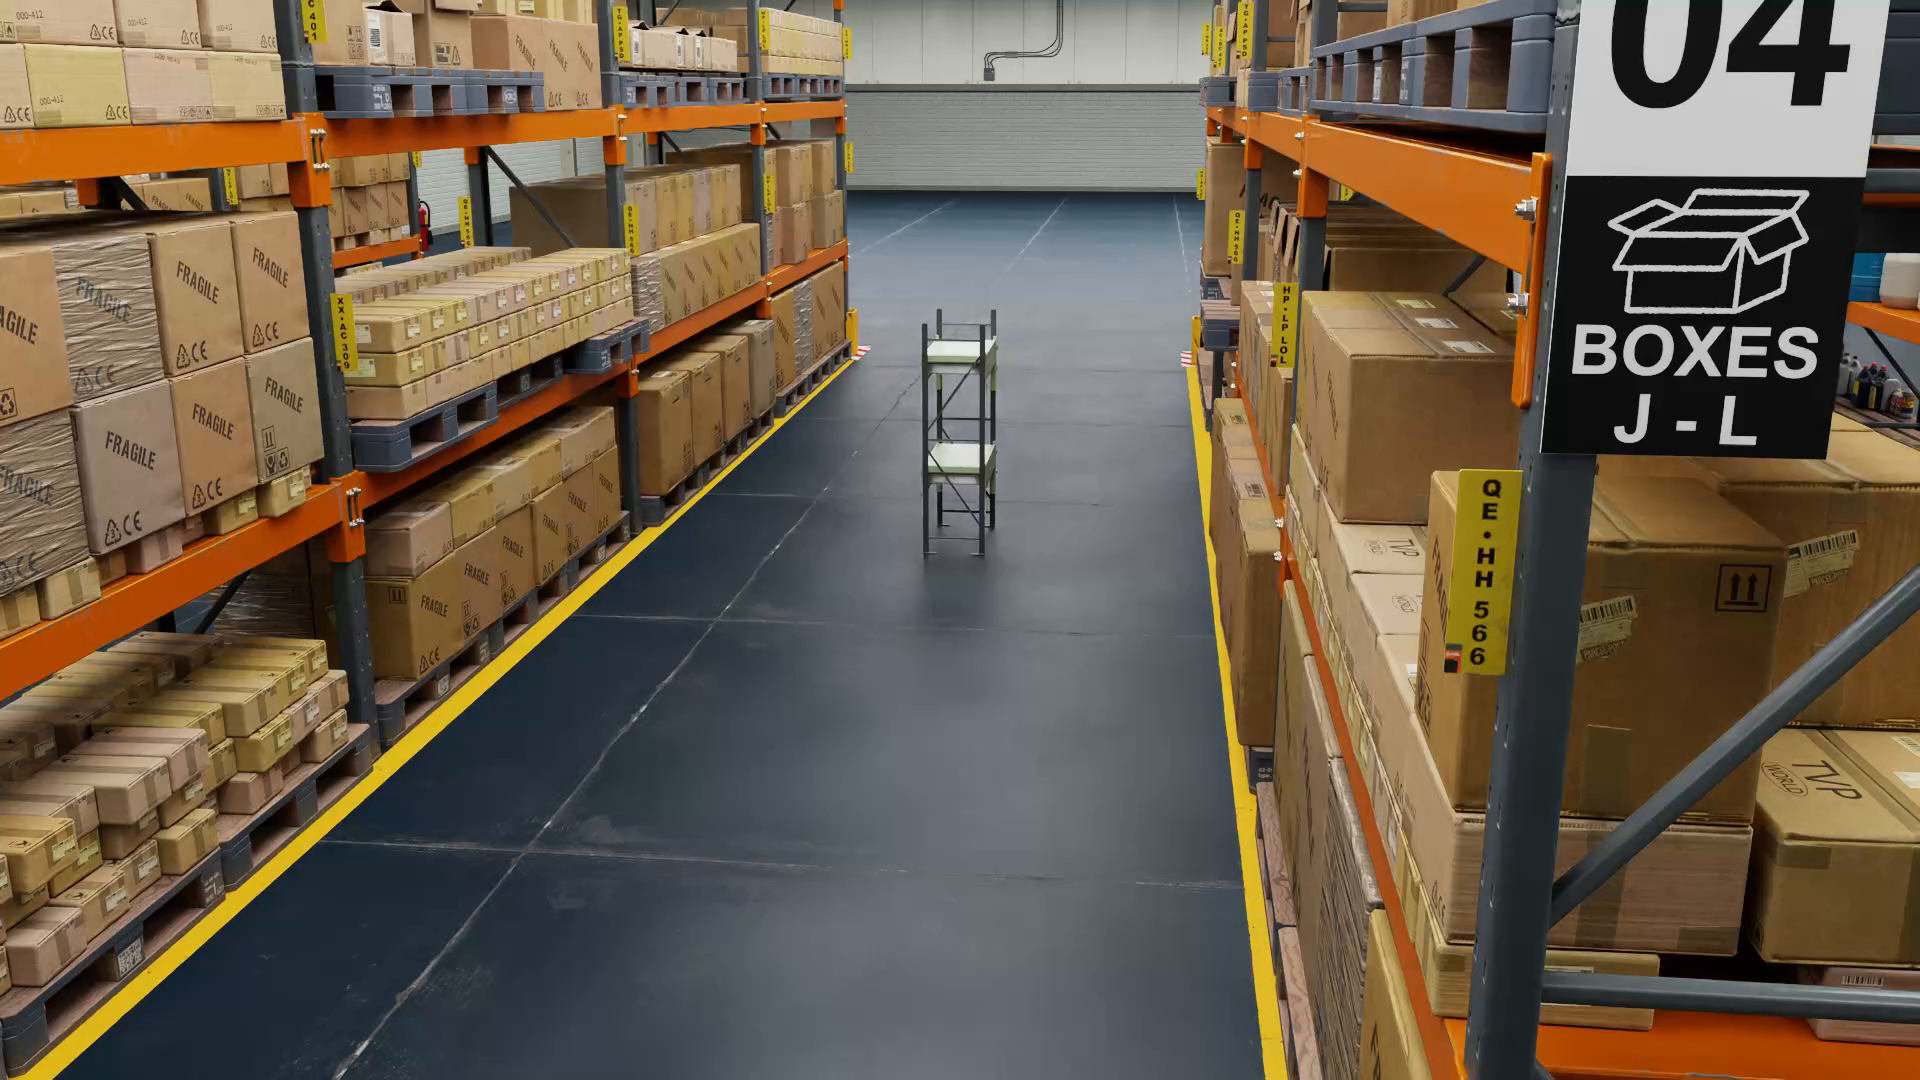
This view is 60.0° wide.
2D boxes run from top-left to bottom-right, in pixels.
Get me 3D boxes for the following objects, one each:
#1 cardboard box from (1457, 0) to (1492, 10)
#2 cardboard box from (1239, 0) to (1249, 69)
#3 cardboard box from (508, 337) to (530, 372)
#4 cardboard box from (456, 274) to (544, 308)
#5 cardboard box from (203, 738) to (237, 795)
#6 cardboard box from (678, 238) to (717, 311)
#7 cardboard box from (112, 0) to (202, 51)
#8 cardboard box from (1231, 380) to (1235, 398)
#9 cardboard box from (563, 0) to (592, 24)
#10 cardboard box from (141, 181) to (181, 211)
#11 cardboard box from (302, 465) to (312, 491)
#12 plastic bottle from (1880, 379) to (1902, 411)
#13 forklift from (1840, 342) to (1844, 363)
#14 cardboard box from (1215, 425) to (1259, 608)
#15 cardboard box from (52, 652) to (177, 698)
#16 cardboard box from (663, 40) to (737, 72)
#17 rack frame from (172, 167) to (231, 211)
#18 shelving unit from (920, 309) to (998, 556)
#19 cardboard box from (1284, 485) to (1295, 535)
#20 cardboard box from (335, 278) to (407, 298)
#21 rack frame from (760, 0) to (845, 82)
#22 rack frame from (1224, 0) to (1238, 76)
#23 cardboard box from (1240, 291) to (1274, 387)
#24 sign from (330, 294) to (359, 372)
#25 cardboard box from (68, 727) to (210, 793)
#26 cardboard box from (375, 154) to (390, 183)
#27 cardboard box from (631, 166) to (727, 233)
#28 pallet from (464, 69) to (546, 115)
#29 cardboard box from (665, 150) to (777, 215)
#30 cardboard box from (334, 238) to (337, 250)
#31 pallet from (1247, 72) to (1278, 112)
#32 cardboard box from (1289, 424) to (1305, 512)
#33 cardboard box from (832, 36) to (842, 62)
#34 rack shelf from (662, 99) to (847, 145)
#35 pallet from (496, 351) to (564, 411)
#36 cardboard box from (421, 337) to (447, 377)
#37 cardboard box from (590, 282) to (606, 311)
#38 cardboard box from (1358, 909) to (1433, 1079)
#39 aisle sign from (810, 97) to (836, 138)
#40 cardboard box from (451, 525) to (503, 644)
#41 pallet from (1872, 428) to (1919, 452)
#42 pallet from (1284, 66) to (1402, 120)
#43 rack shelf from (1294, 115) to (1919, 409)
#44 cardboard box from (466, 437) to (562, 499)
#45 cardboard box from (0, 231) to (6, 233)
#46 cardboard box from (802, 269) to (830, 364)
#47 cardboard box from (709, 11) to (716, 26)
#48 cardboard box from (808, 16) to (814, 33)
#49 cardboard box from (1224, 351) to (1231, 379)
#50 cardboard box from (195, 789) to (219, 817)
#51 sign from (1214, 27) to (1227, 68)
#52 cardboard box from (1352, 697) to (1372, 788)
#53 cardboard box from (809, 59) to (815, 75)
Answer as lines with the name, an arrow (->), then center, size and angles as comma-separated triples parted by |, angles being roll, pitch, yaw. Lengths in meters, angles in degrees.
cardboard box -> 1.541, -1.417, 3.721 | 0.700, 0.500, 0.500 | 1, 15, 2
cardboard box -> 2.098, -3.332, 10.842 | 0.500, 0.500, 0.500 | 2, 15, 6
cardboard box -> -2.480, -0.974, 8.694 | 0.380, 0.149, 0.250 | 1, 15, 5
cardboard box -> -2.450, -1.328, 8.862 | 0.380, 0.149, 0.250 | 2, 15, 8
cardboard box -> -2.999, 0.859, 6.327 | 0.380, 0.149, 0.250 | 2, 15, 7
cardboard box -> -2.182, -2.051, 12.809 | 0.500, 0.500, 0.500 | 2, 15, 6
cardboard box -> -2.993, -1.820, 5.729 | 0.500, 0.250, 0.500 | 1, 15, 4
cardboard box -> 2.471, -0.946, 12.861 | 0.700, 0.500, 0.500 | 0, 15, 1
cardboard box -> -2.459, -3.256, 10.051 | 0.396, 0.266, 0.258 | 2, 15, 6
cardboard box -> -7.029, -2.799, 14.200 | 0.500, 0.500, 0.500 | 2, 15, 7
cardboard box -> -2.923, -0.263, 6.868 | 0.380, 0.149, 0.250 | 2, 15, 6
plastic bottle -> 8.099, -1.274, 14.501 | 0.152, 0.276, 0.135 | 2, 15, 8
forklift -> 5.086, -1.422, 10.807 | 1.130, 2.935, 3.031 | -2, 15, -8
cardboard box -> 2.038, -0.098, 9.043 | 1.225, 0.875, 0.875 | 2, 15, 6
cardboard box -> -3.458, 0.574, 6.809 | 0.380, 0.149, 0.250 | 2, 15, 9
cardboard box -> -2.141, -3.978, 13.673 | 0.500, 0.250, 0.500 | 2, 15, 7
rack frame -> -7.150, -2.659, 15.250 | 1.000, 3.000, 0.127 | 2, 15, 6
shelving unit -> 0.001, -0.726, 10.973 | 0.431, 1.500, 0.755 | 2, 15, 6
cardboard box -> 1.430, -0.104, 6.283 | 0.380, 0.149, 0.250 | 2, 15, 6
cardboard box -> -3.124, -1.281, 8.692 | 0.380, 0.149, 0.250 | 1, 15, 4
rack frame -> -1.769, -6.473, 17.862 | 1.000, 3.000, 0.127 | 2, 15, 6
rack frame -> 2.697, -5.263, 13.388 | 1.000, 3.000, 0.127 | 2, 15, 6
cardboard box -> 1.864, -1.126, 9.390 | 0.500, 0.500, 0.500 | 1, 15, 5
sign -> -2.583, -0.869, 6.970 | 0.100, 0.325, 0.005 | 2, 15, 6
cardboard box -> -2.961, 0.792, 6.006 | 0.380, 0.149, 0.250 | 1, 15, 4
cardboard box -> -6.604, -4.101, 17.906 | 0.700, 0.500, 0.500 | 2, 15, 7
cardboard box -> -2.327, -2.808, 13.694 | 0.700, 0.500, 0.500 | 1, 15, 5
pallet -> -2.834, -2.248, 8.343 | 1.213, 0.211, 1.003 | 2, 15, 6
cardboard box -> -2.144, -3.228, 14.998 | 0.875, 0.550, 0.550 | 2, 15, 6
cardboard box -> -6.720, -3.076, 17.274 | 0.380, 0.149, 0.250 | 2, 15, 6
pallet -> 2.225, -2.518, 9.344 | 1.213, 0.211, 1.003 | 2, 15, 9
cardboard box -> 1.481, -0.250, 6.056 | 0.500, 0.250, 0.500 | 1, 15, 5
cardboard box -> -1.547, -5.212, 17.666 | 0.500, 0.250, 0.500 | 2, 15, 7
rack shelf -> -1.995, -4.159, 16.429 | 1.077, 0.370, 4.000 | 2, 15, 6
pallet -> -2.854, -0.895, 9.093 | 1.003, 0.211, 1.213 | 2, 15, 6
cardboard box -> -2.594, -0.846, 7.651 | 0.380, 0.149, 0.250 | 1, 15, 5
cardboard box -> -2.330, -1.448, 9.878 | 0.380, 0.149, 0.250 | 2, 15, 8
cardboard box -> 1.335, 1.399, 3.506 | 0.875, 0.875, 0.875 | 2, 15, 6
aisle sign -> -1.463, -4.842, 18.341 | 0.394, 0.787, 0.004 | 2, 15, 6
cardboard box -> -2.718, 0.218, 8.594 | 0.500, 0.500, 0.500 | 2, 15, 9
pallet -> 7.568, -0.671, 13.238 | 1.003, 0.211, 1.213 | 2, 15, 6
pallet -> 1.848, -1.887, 7.016 | 0.805, 0.209, 1.217 | 1, 15, 4
rack shelf -> 1.568, -0.875, 4.282 | 1.077, 0.370, 4.000 | 2, 15, 6
cardboard box -> -2.607, -0.413, 9.489 | 0.500, 0.250, 0.500 | 2, 15, 8
cardboard box -> -3.547, -0.765, 5.567 | 0.500, 0.500, 0.500 | 2, 15, 7
cardboard box -> -1.877, -2.348, 17.366 | 0.875, 0.875, 0.875 | 1, 15, 5
cardboard box -> -2.438, -4.737, 15.146 | 0.380, 0.149, 0.250 | 2, 15, 6
cardboard box -> -1.642, -5.047, 16.291 | 0.380, 0.149, 0.250 | 2, 15, 7
cardboard box -> 2.831, -1.778, 15.976 | 0.500, 0.500, 0.500 | 0, 15, 1
cardboard box -> -3.057, 1.020, 6.299 | 0.380, 0.149, 0.250 | 1, 15, 5
sign -> 2.157, -4.079, 13.764 | 0.100, 0.325, 0.005 | 2, 15, 6
cardboard box -> 1.169, 0.499, 4.051 | 0.380, 0.149, 0.250 | 1, 15, 5
cardboard box -> -1.642, -4.663, 16.400 | 0.380, 0.149, 0.250 | 2, 15, 7
